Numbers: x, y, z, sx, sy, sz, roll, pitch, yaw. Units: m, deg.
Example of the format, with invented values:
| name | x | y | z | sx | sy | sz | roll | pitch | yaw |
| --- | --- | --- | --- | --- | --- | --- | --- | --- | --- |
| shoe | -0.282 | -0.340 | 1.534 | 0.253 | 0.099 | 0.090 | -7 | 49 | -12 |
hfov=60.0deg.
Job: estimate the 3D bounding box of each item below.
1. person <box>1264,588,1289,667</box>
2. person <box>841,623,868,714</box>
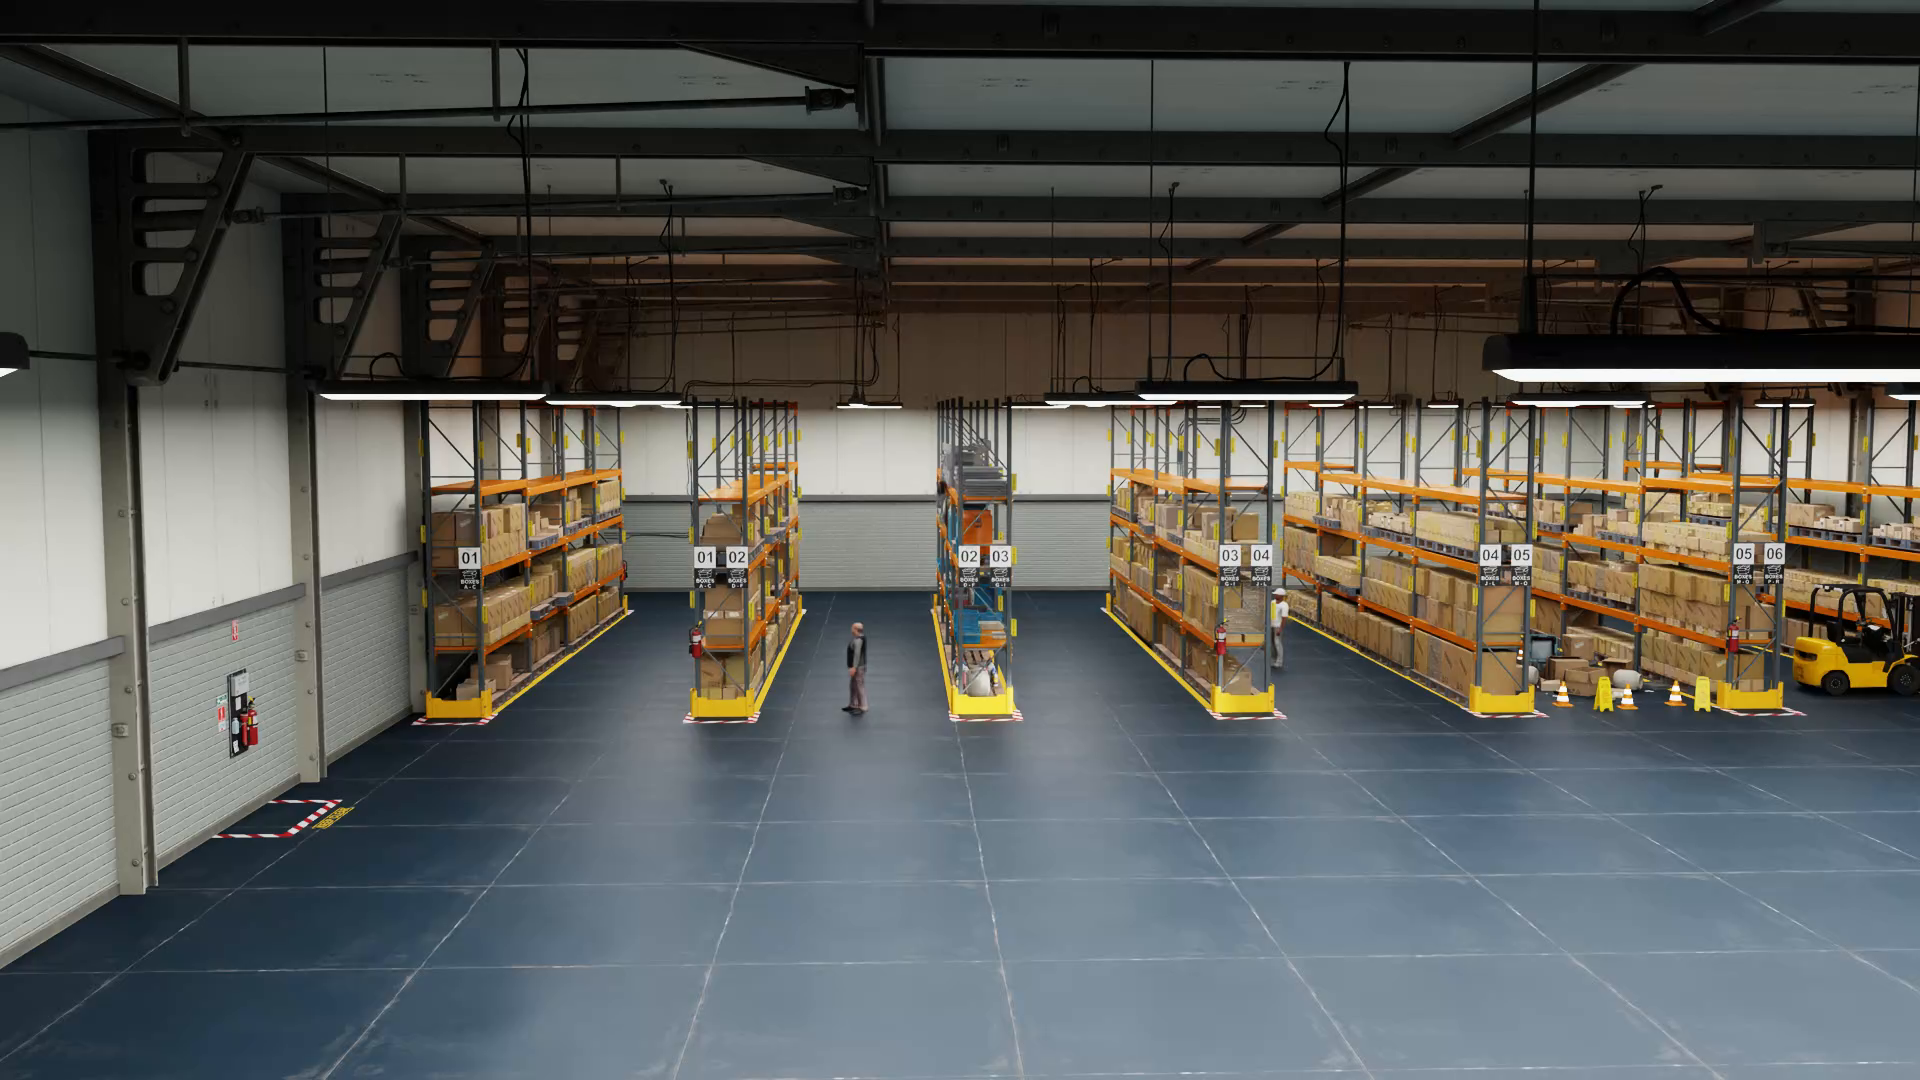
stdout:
| name | x | y | z | sx | sy | sz | roll | pitch | yaw |
| --- | --- | --- | --- | --- | --- | --- | --- | --- | --- |
| person | 7.101 | 1.964 | 37.476 | 0.439 | 1.776 | 0.685 | -3 | 5 | -31 |
| person | -2.015 | 2.426 | 31.516 | 0.534 | 1.732 | 0.586 | 0 | 4 | 2 |
